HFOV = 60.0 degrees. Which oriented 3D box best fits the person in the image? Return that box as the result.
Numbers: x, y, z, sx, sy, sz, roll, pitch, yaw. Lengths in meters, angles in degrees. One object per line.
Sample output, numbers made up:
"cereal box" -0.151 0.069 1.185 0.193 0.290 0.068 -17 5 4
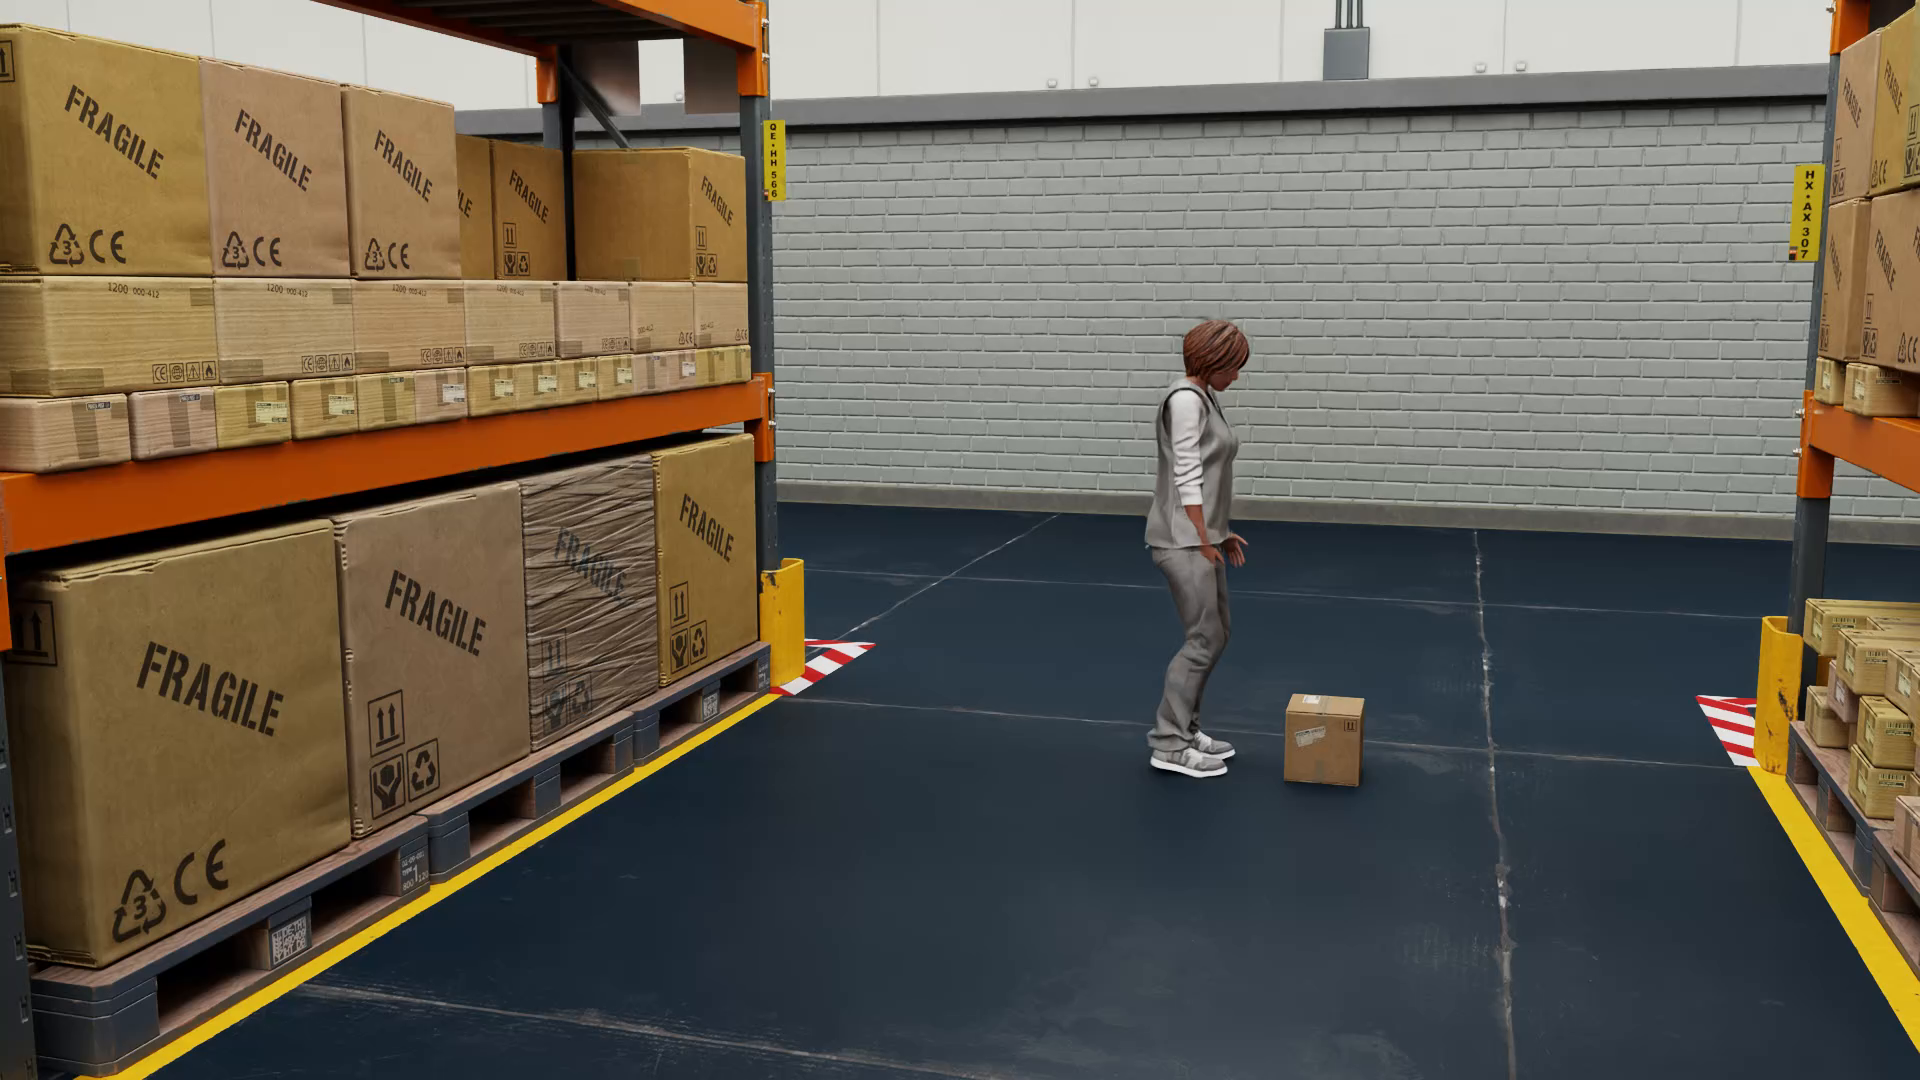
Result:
"person" 0.824 0.132 5.859 0.310 1.352 0.417 3 9 17
